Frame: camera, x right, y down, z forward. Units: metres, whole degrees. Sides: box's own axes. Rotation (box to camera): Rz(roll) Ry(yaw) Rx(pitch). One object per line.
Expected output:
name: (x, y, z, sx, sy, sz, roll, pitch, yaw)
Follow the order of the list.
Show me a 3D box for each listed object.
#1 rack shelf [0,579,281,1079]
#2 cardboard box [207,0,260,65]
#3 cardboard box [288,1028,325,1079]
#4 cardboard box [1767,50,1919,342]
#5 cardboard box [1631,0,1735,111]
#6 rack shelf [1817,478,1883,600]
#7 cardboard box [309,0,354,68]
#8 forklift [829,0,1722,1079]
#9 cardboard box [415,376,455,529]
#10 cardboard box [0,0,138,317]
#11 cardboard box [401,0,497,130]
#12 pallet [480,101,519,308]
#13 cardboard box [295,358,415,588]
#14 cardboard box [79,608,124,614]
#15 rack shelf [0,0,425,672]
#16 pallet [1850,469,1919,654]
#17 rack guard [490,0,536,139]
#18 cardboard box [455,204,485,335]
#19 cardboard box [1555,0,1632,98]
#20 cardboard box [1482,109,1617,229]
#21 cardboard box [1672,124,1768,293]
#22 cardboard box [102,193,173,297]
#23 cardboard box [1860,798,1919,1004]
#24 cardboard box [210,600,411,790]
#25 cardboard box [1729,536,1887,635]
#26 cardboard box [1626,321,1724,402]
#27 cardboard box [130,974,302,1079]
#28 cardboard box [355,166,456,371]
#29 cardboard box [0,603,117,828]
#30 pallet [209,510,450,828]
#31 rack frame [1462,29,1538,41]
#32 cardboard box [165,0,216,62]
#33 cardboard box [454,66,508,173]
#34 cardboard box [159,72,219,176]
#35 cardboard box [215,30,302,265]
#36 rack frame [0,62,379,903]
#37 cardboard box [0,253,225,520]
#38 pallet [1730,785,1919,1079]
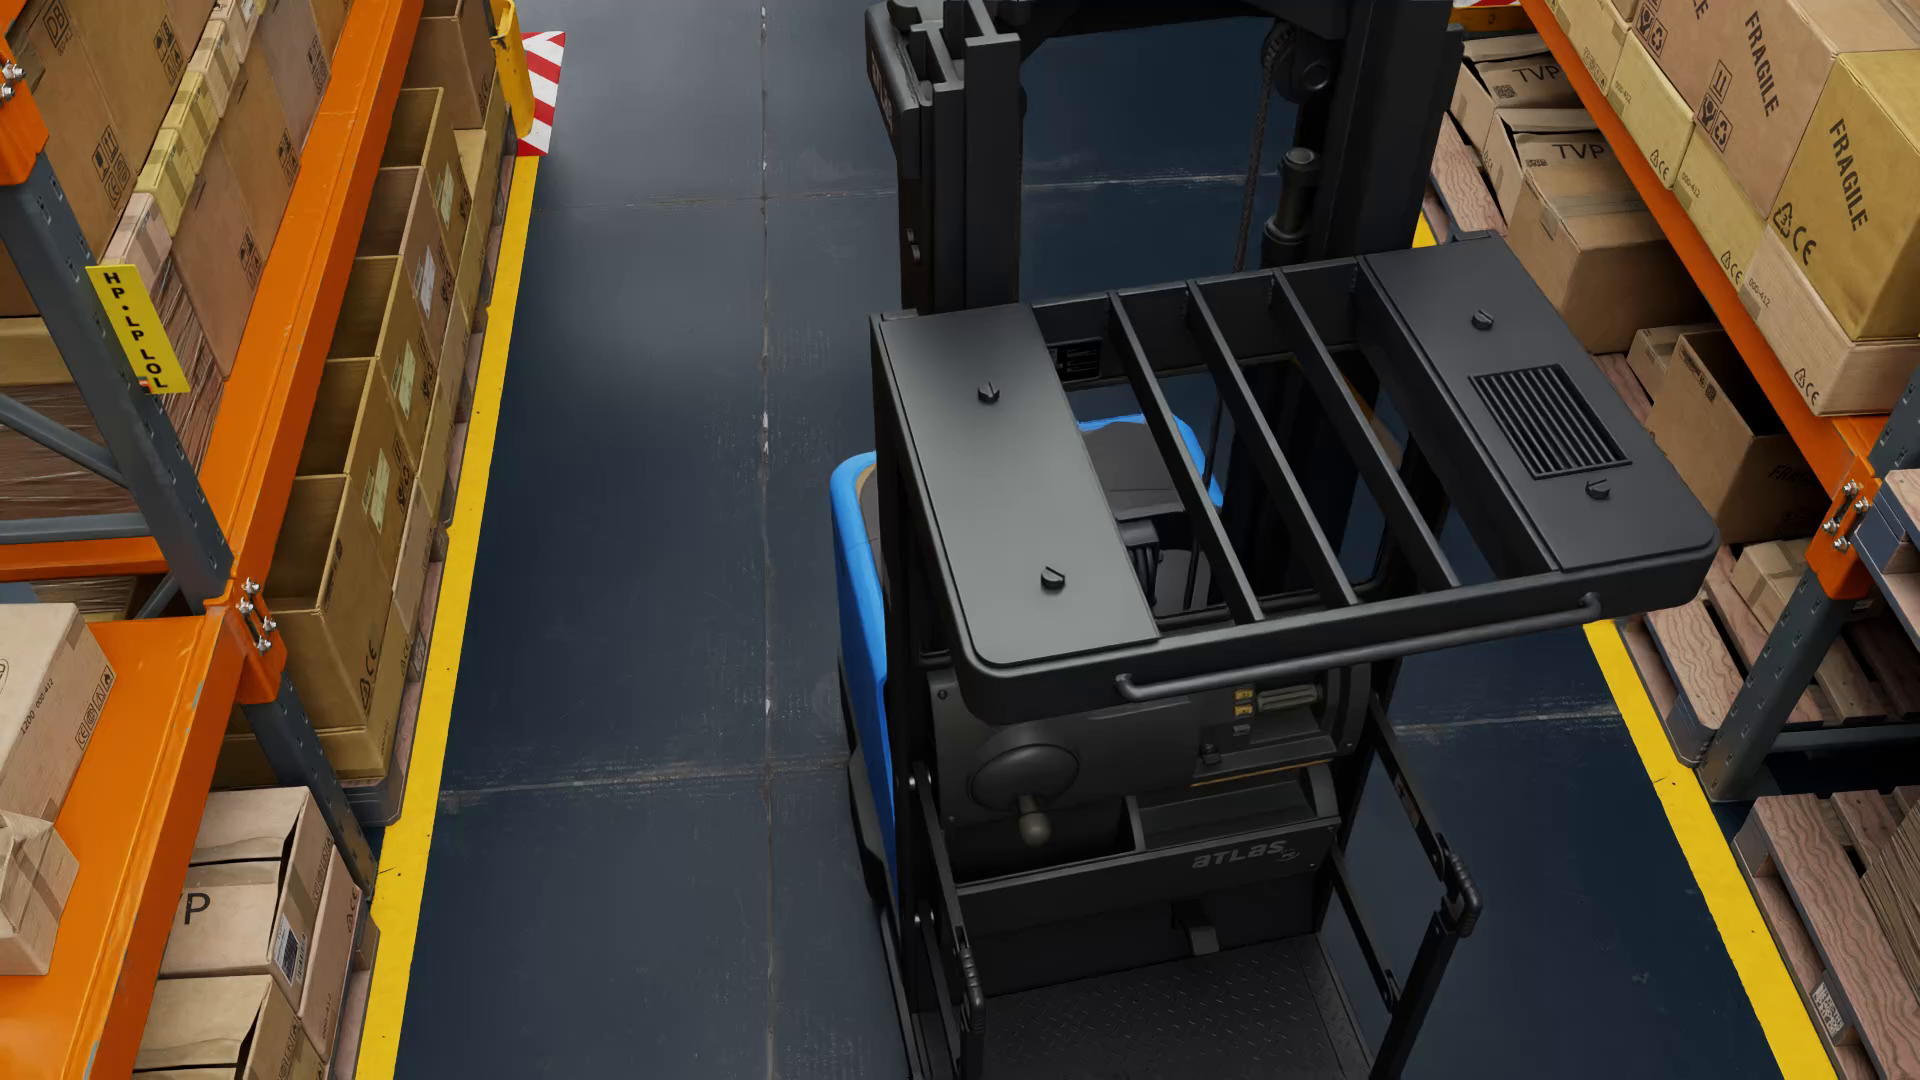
rack shelf: (-2.022, 1.687, 2.582, 1.077, 0.370, 4.000, -3, 47, -3)
cardboard box: (-2.130, -1.403, 4.497, 0.380, 0.149, 0.250, -5, 47, -4)
cardboard box: (-1.825, 1.442, 3.922, 0.500, 0.250, 0.500, -4, 47, -4)
cardboard box: (2.399, -0.847, 4.060, 0.500, 0.500, 0.500, -4, 47, -3)
cardboard box: (2.320, -1.573, 4.747, 0.500, 0.500, 0.500, -5, 47, -4)
rack shelf: (2.914, 1.383, 2.869, 1.077, 0.370, 4.000, -3, 47, -3)
cardboard box: (-2.413, -1.858, 5.375, 0.700, 0.500, 0.500, -3, 47, -3)
forklift: (0.448, 0.477, 3.279, 1.130, 2.935, 3.031, -9, 47, -8)
cardboard box: (-1.999, -0.284, 5.558, 0.500, 0.250, 0.500, -3, 47, -3)
cardboard box: (-2.232, -0.808, 3.487, 0.700, 0.500, 0.500, -3, 47, -3)
cardboard box: (-2.182, -1.988, 6.655, 0.500, 0.500, 0.500, -3, 47, -3)
pallet: (-2.418, -1.392, 6.922, 1.003, 0.211, 1.213, -3, 47, -3)
cardboard box: (-1.965, -0.180, 4.942, 0.500, 0.500, 0.500, -3, 47, -3)
cardboard box: (-2.478, 0.109, 5.185, 0.500, 0.250, 0.500, -3, 47, -3)
rack shelf: (-2.356, -1.207, 5.322, 1.077, 0.370, 4.000, -3, 47, -3)
pallet: (2.666, 0.317, 3.516, 1.003, 0.211, 1.213, -3, 47, -3)
rack guard: (-2.526, -2.059, 7.356, 1.175, 0.500, 0.348, -3, 47, -3)
cardboard box: (-2.087, -1.007, 6.243, 0.500, 0.250, 0.500, -3, 47, -3)
cardboard box: (2.271, -1.678, 5.363, 0.500, 0.250, 0.500, -3, 47, -3)
cardboard box: (2.428, -1.513, 6.666, 0.500, 0.311, 0.500, 0, 47, 0)
cardboard box: (2.372, -0.951, 4.675, 0.500, 0.250, 0.500, -3, 47, -3)
cardboard box: (-2.040, -0.652, 3.786, 0.380, 0.149, 0.250, -3, 47, -3)
cardboard box: (2.825, 0.929, 4.223, 0.700, 0.500, 0.500, -2, 47, -2)
cardboard box: (-1.926, 0.440, 4.872, 0.500, 0.250, 0.500, -3, 47, -3)
cardboard box: (2.672, 0.127, 5.212, 0.380, 0.166, 0.250, -9, 47, -8)
cardboard box: (2.633, -0.640, 5.951, 0.380, 0.149, 0.250, -7, 47, -6)
cardboard box: (-1.820, 1.253, 3.716, 0.500, 0.311, 0.500, -2, 47, -2)
cardboard box: (-2.043, -0.904, 5.628, 0.500, 0.500, 0.500, -3, 47, -3)
cardboard box: (-2.104, 0.398, 3.410, 0.500, 0.250, 0.500, -1, 47, -1)
pallet: (-2.214, 0.374, 5.251, 1.003, 0.211, 1.213, -3, 47, -3)
rack frame: (2.412, -3.205, 6.719, 1.000, 3.000, 0.127, -3, 47, -3)
cardboard box: (-2.317, -1.536, 4.177, 0.700, 0.500, 0.500, -4, 47, -3)
cardboard box: (-2.184, -1.730, 6.927, 0.500, 0.250, 0.500, -3, 47, -3)
cardboard box: (-2.086, -1.029, 4.143, 0.380, 0.149, 0.250, -4, 47, -4)
cardboard box: (-2.321, -1.107, 4.663, 0.700, 0.500, 0.500, -3, 47, -3)
rack frame: (-2.189, -0.007, 3.691, 1.000, 3.000, 0.127, -3, 47, -3)
cardboard box: (-2.232, -0.362, 3.958, 0.700, 0.500, 0.500, -5, 47, -4)
pallet: (2.814, 1.211, 4.458, 1.003, 0.211, 1.213, -3, 47, -3)
